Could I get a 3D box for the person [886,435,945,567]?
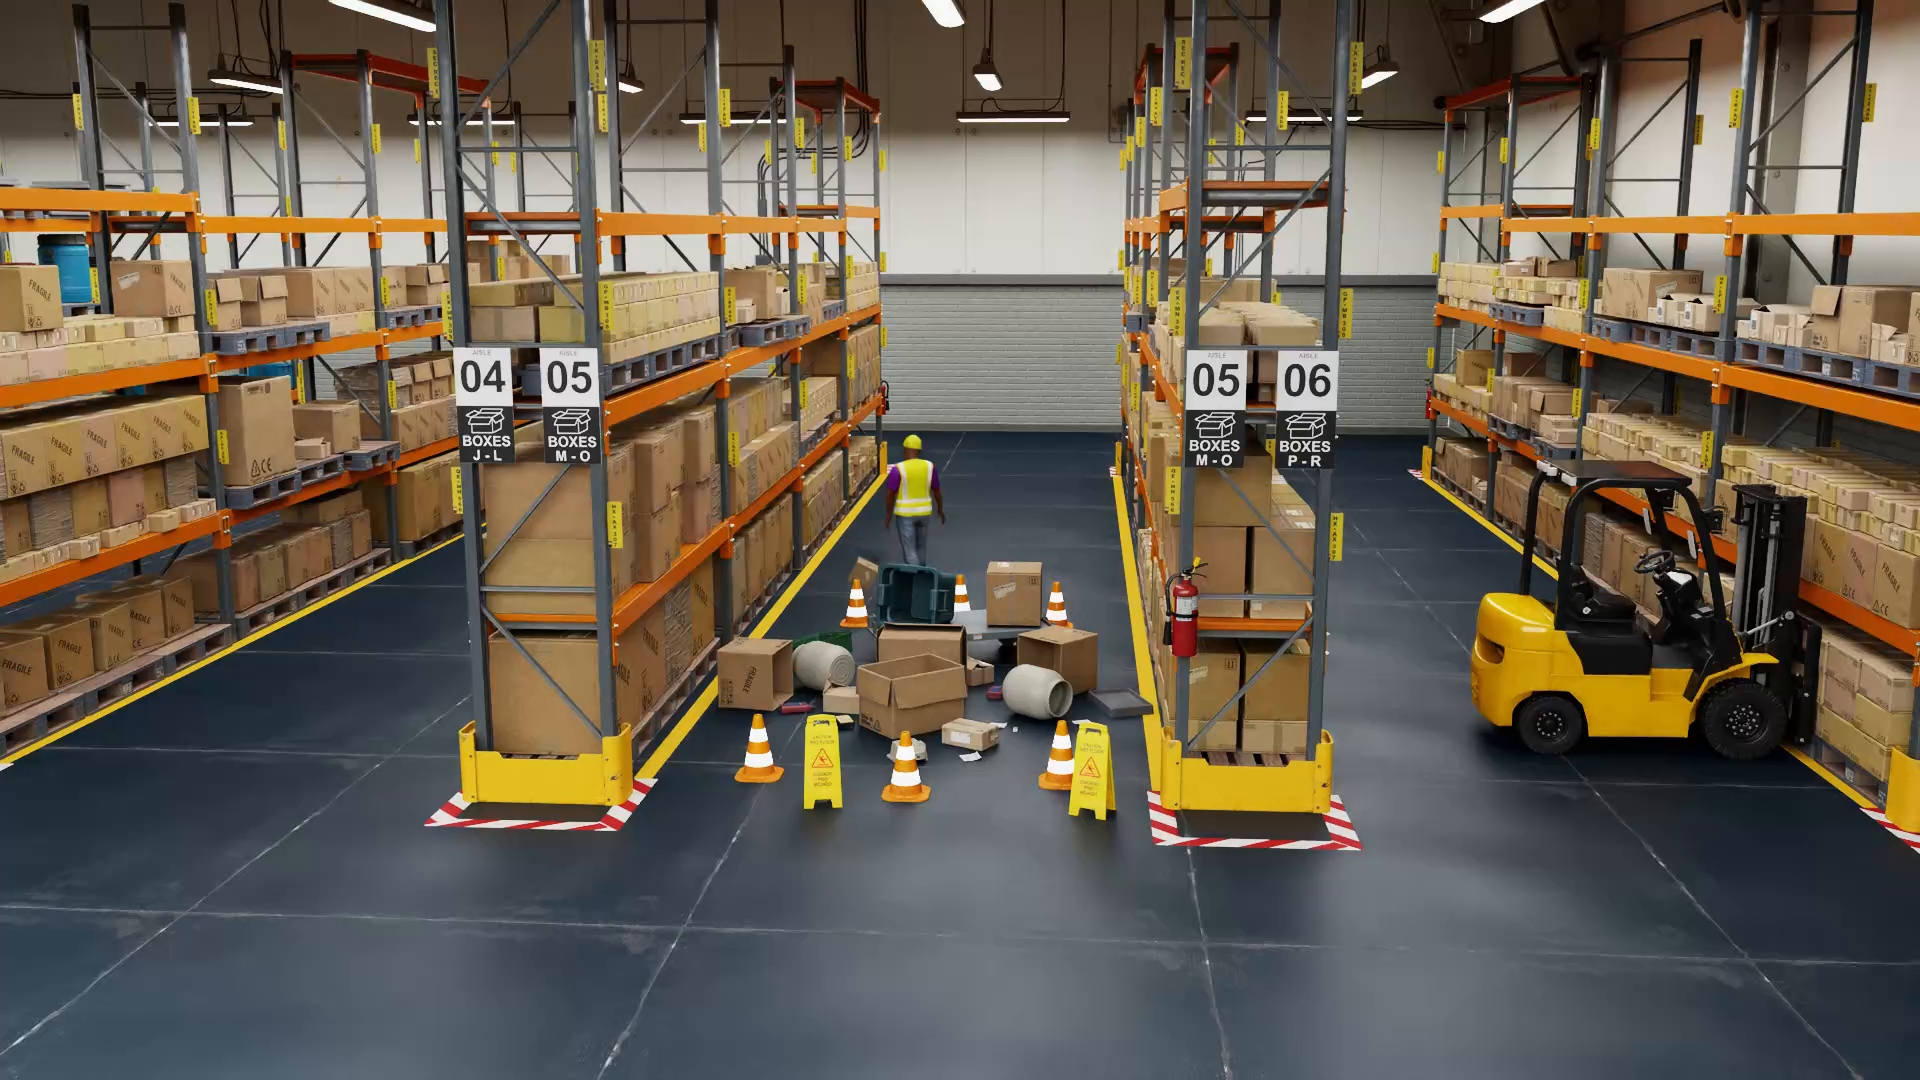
[{"bbox_3d":[-0.499,-0.288,18.342,0.722,1.766,0.638,-6,12,-28],"label":"person"}]
